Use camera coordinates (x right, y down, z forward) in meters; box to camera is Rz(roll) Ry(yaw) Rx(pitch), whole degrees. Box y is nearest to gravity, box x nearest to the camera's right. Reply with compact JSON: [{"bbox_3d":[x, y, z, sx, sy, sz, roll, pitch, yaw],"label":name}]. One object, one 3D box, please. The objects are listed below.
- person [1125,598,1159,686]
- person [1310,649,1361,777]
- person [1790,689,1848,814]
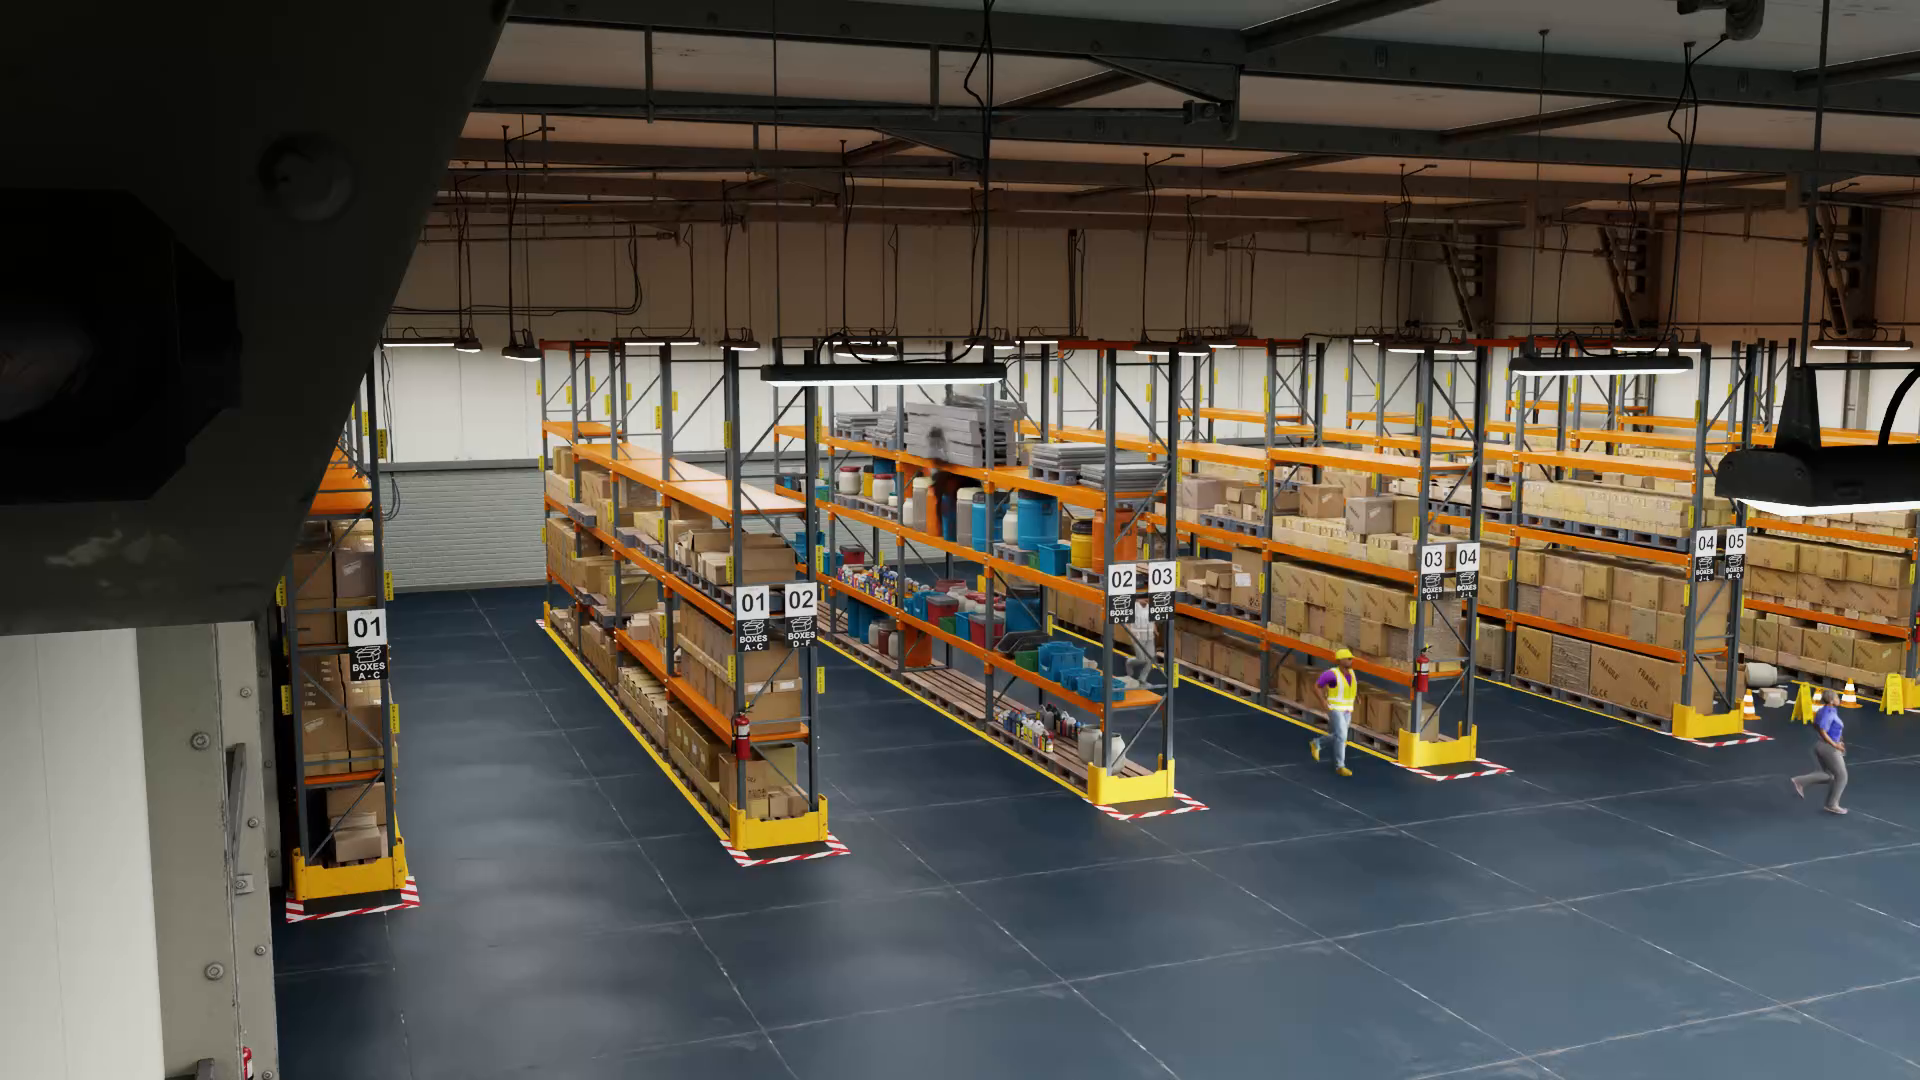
[{"bbox_3d":[3.199,1.699,29.131,0.678,1.725,0.591,-3,8,-25],"label":"person"},{"bbox_3d":[5.373,2.404,23.586,0.745,1.730,0.897,-5,9,-35],"label":"person"},{"bbox_3d":[11.227,2.743,21.604,0.664,1.632,0.577,2,8,14],"label":"person"}]
